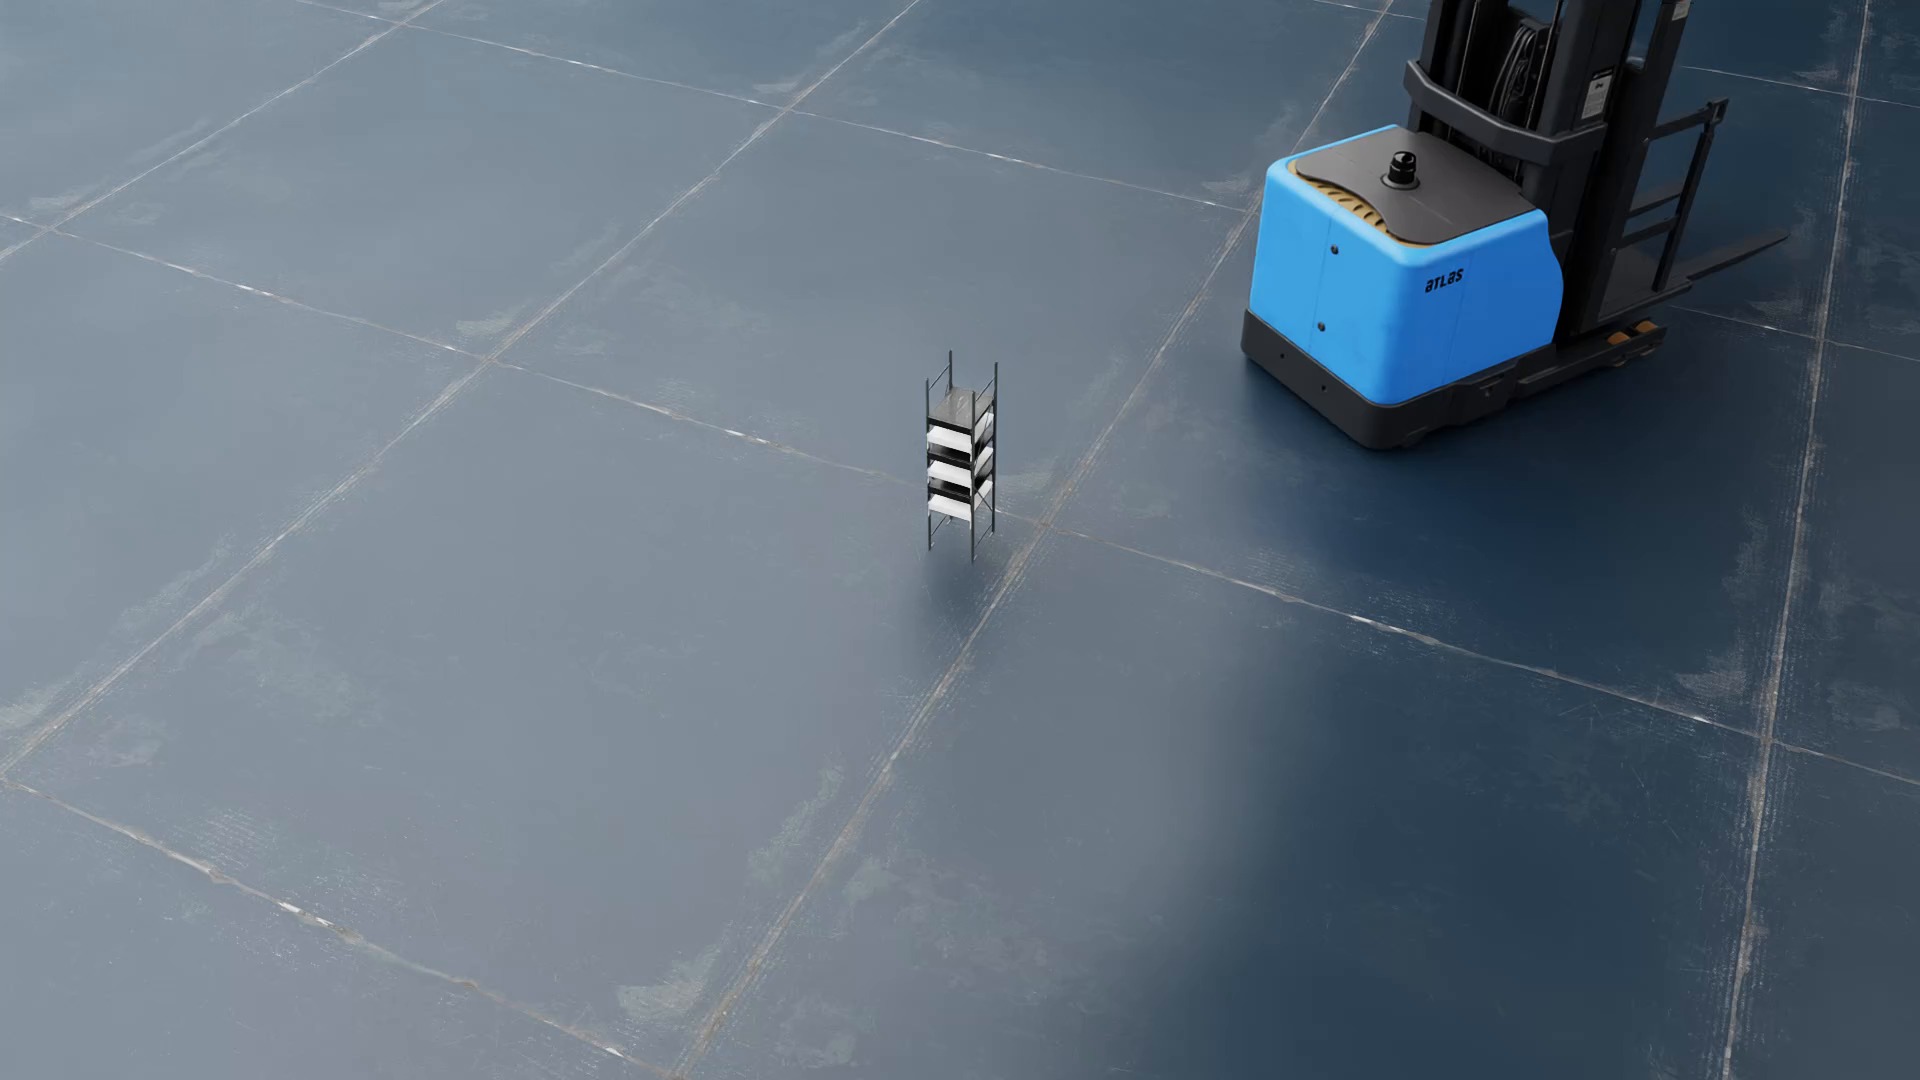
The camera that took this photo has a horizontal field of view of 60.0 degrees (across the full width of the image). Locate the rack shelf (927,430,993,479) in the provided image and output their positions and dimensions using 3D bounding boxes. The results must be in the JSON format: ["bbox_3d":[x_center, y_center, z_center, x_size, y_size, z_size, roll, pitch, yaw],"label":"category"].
[{"bbox_3d":[0.007,-0.381,6.916,0.200,0.077,0.258,17,44,19],"label":"rack shelf"}]

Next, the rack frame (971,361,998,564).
[{"bbox_3d":[0.099,-0.310,6.920,0.006,0.900,0.240,17,44,19],"label":"rack frame"}]

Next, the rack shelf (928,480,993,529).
[{"bbox_3d":[0.007,-0.177,7.092,0.200,0.077,0.258,17,44,19],"label":"rack shelf"}]

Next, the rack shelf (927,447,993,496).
[{"bbox_3d":[0.007,-0.313,6.974,0.200,0.077,0.258,17,44,19],"label":"rack shelf"}]

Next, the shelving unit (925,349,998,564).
[{"bbox_3d":[0.007,-0.338,6.953,0.210,0.900,0.258,17,44,19],"label":"shelving unit"}]

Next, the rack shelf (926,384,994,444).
[{"bbox_3d":[0.007,-0.517,6.798,0.200,0.077,0.258,17,44,19],"label":"rack shelf"}]

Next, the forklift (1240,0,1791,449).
[{"bbox_3d":[2.921,-2.244,7.601,3.031,2.935,1.130,-21,45,-23],"label":"forklift"}]

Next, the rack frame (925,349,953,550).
[{"bbox_3d":[-0.085,-0.366,6.985,0.006,0.900,0.240,17,44,19],"label":"rack frame"}]

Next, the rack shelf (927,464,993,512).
[{"bbox_3d":[0.007,-0.245,7.033,0.200,0.077,0.258,17,44,19],"label":"rack shelf"}]

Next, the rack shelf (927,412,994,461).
[{"bbox_3d":[0.007,-0.449,6.857,0.200,0.077,0.258,17,44,19],"label":"rack shelf"}]
